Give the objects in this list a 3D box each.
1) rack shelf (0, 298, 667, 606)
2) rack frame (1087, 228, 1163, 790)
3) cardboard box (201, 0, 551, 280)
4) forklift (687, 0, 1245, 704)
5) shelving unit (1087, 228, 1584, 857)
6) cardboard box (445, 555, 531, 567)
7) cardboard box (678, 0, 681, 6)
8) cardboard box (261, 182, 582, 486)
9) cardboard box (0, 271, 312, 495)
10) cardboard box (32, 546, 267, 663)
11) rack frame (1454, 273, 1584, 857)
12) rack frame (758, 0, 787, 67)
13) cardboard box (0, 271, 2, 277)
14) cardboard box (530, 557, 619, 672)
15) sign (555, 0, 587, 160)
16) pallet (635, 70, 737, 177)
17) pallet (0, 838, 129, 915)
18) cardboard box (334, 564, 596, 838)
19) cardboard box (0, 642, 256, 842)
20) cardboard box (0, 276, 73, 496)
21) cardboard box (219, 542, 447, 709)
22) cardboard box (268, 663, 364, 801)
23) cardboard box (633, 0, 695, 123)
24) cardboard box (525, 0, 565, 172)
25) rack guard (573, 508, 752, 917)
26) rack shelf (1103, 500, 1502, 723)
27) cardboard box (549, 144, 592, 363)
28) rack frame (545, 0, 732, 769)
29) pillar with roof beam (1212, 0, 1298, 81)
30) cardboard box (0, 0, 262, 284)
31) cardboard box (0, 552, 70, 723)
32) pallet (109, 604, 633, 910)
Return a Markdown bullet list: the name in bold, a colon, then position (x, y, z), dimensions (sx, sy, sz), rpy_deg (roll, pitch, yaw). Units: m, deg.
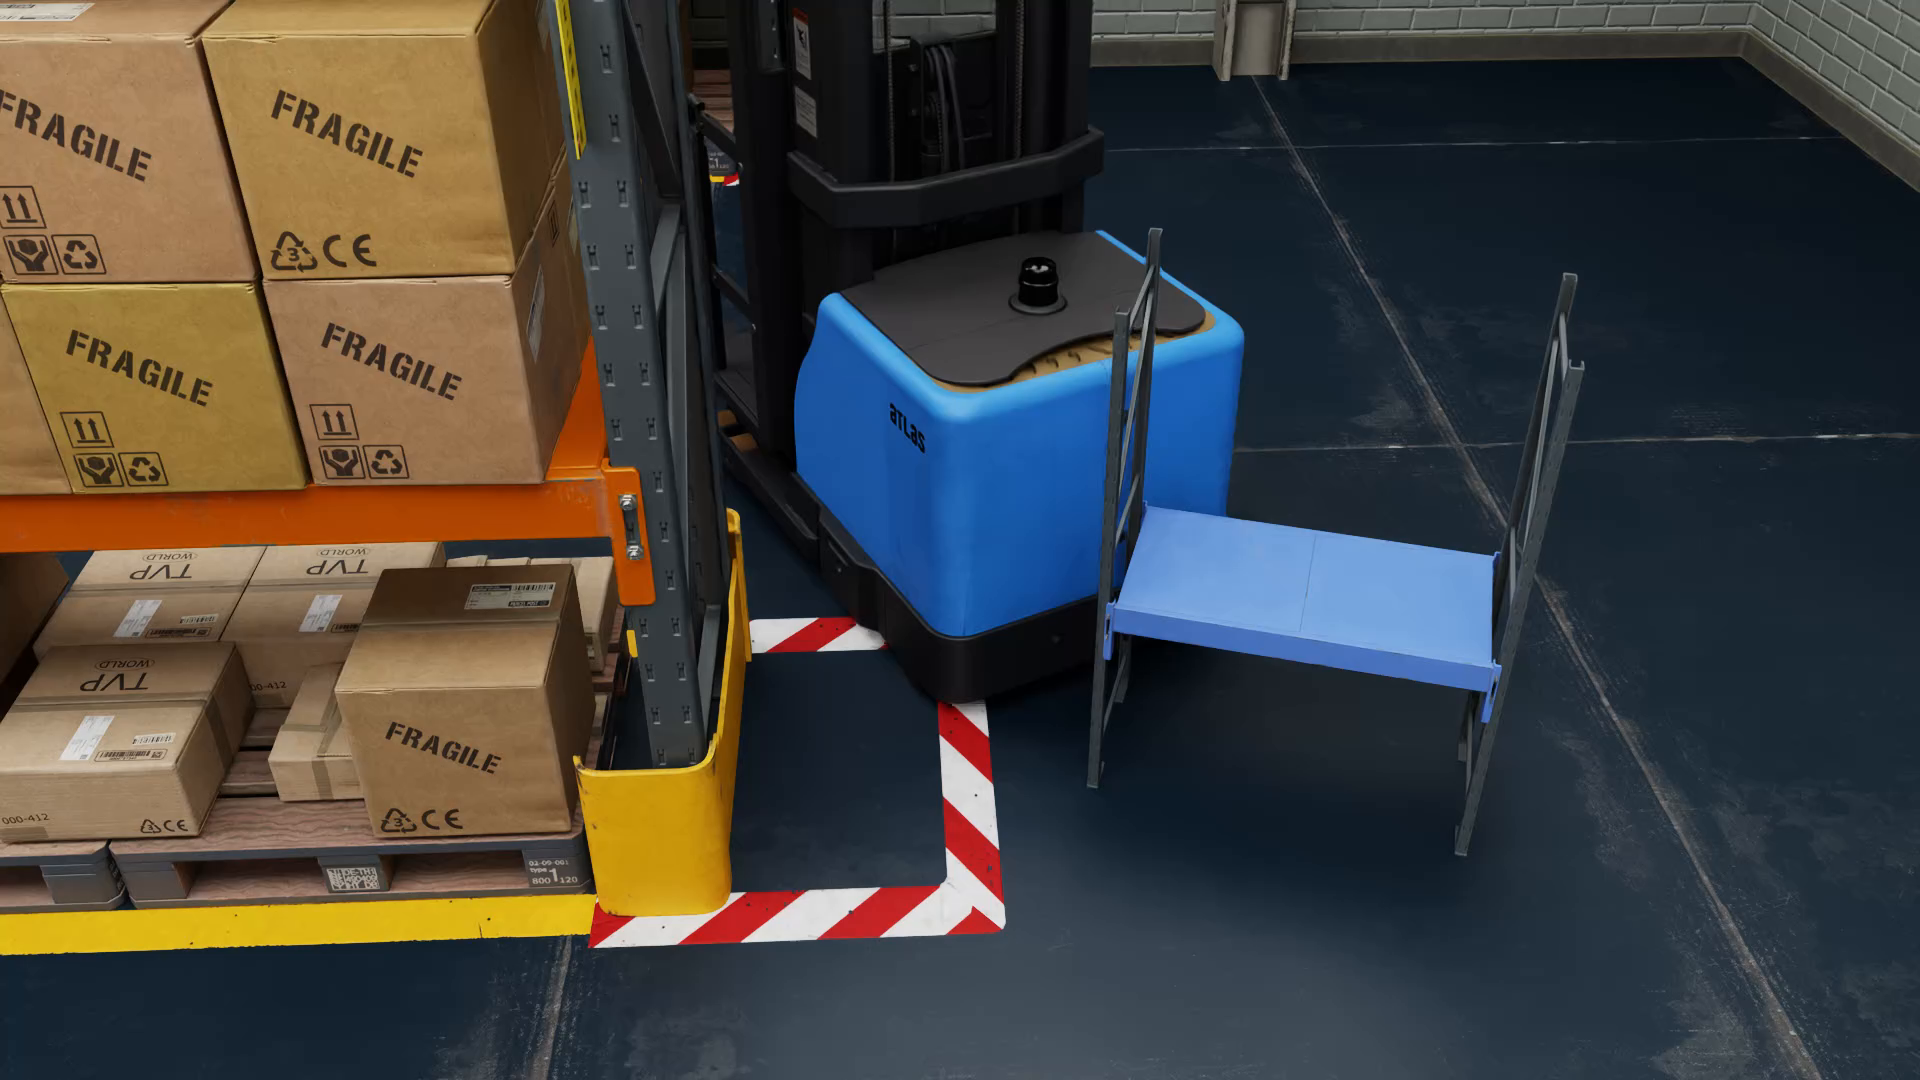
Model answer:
- **rack shelf**: position (-2.727, -0.239, 4.092), dimensions (4.000, 0.370, 1.077), rpy_deg (-2, 35, -2)
- **rack frame**: position (0.441, -0.047, 4.500), dimensions (0.032, 1.500, 0.500), rpy_deg (9, 36, 12)
- **cardboard box**: position (-1.161, -0.873, 3.409), dimensions (0.500, 0.500, 0.500), rpy_deg (-2, 35, -3)
- **forklift**: position (-0.309, -1.539, 5.398), dimensions (1.130, 2.935, 3.031), rpy_deg (-17, 38, -23)
- **shelving unit**: position (0.932, 0.028, 4.391), dimensions (1.048, 1.500, 0.538), rpy_deg (9, 36, 12)
- **cardboard box**: position (-1.413, 0.218, 4.902), dimensions (0.250, 0.166, 0.380), rpy_deg (-2, 35, -2)
- **cardboard box**: position (-1.546, -2.857, 8.501), dimensions (0.250, 0.149, 0.380), rpy_deg (-1, 35, -2)
- **cardboard box**: position (-1.163, -0.463, 3.695), dimensions (0.500, 0.500, 0.500), rpy_deg (-1, 35, -1)
- **cardboard box**: position (-1.681, -0.447, 3.672), dimensions (0.500, 0.500, 0.500), rpy_deg (-1, 35, -2)
- **cardboard box**: position (-2.284, 0.241, 4.795), dimensions (0.500, 0.250, 0.500), rpy_deg (-2, 35, -2)
- **rack frame**: position (1.422, 0.104, 4.282), dimensions (0.032, 1.500, 0.500), rpy_deg (9, 36, 12)
- **rack frame**: position (-0.967, -3.405, 8.034), dimensions (0.127, 3.000, 1.000), rpy_deg (-2, 35, -2)
- **cardboard box**: position (-2.183, -0.842, 3.364), dimensions (0.500, 0.500, 0.500), rpy_deg (-1, 35, -1)
- **cardboard box**: position (-1.163, 0.219, 4.917), dimensions (0.250, 0.149, 0.380), rpy_deg (-2, 35, -2)
- **sign**: position (-0.723, -0.879, 3.089), dimensions (0.005, 0.325, 0.100), rpy_deg (-2, 35, -2)
- **pallet**: position (-1.762, -2.192, 8.732), dimensions (1.213, 0.211, 1.003), rpy_deg (-2, 35, -2)
- **pallet**: position (-2.817, 0.613, 4.679), dimensions (1.213, 0.211, 1.003), rpy_deg (-2, 35, -2)
- **cardboard box**: position (-1.260, 0.413, 4.328), dimensions (0.500, 0.500, 0.500), rpy_deg (-2, 35, -2)
- **cardboard box**: position (-2.211, 0.524, 4.386), dimensions (0.500, 0.250, 0.500), rpy_deg (-2, 35, -2)
- **cardboard box**: position (-2.180, -0.437, 3.657), dimensions (0.500, 0.500, 0.500), rpy_deg (-1, 35, -2)
- **cardboard box**: position (-1.785, 0.228, 4.815), dimensions (0.500, 0.250, 0.500), rpy_deg (-2, 35, -2)
- **cardboard box**: position (-1.669, 0.510, 4.481), dimensions (0.250, 0.166, 0.380), rpy_deg (-2, 35, -2)
- **cardboard box**: position (-1.662, -2.474, 8.516), dimensions (0.500, 0.500, 0.700), rpy_deg (-2, 35, -2)
- **cardboard box**: position (-1.185, -1.179, 3.851), dimensions (0.500, 0.500, 0.500), rpy_deg (-1, 35, -1)
- **rack guard**: position (-0.805, 0.441, 4.673), dimensions (0.348, 0.500, 1.175), rpy_deg (-2, 35, -2)
- **rack shelf**: position (0.932, 0.176, 4.494), dimensions (1.000, 0.185, 0.538), rpy_deg (9, 36, 12)
- **cardboard box**: position (-1.185, -0.768, 4.136), dimensions (0.500, 0.500, 0.500), rpy_deg (-1, 35, -1)
- **rack frame**: position (-0.729, -0.589, 3.965), dimensions (0.127, 3.000, 1.000), rpy_deg (-2, 35, -2)
- **pillar with roof beam**: position (1.893, -3.989, 3.606), dimensions (0.400, 9.000, 9.100), rpy_deg (-2, 35, -2)
- **cardboard box**: position (-1.665, -0.859, 3.388), dimensions (0.500, 0.500, 0.500), rpy_deg (-1, 35, -1)
- **cardboard box**: position (-2.848, 0.311, 4.472), dimensions (0.637, 0.503, 0.797), rpy_deg (-2, 35, -2)
- **pallet**: position (-1.601, 0.582, 4.724), dimensions (1.213, 0.211, 1.003), rpy_deg (-2, 35, -2)
